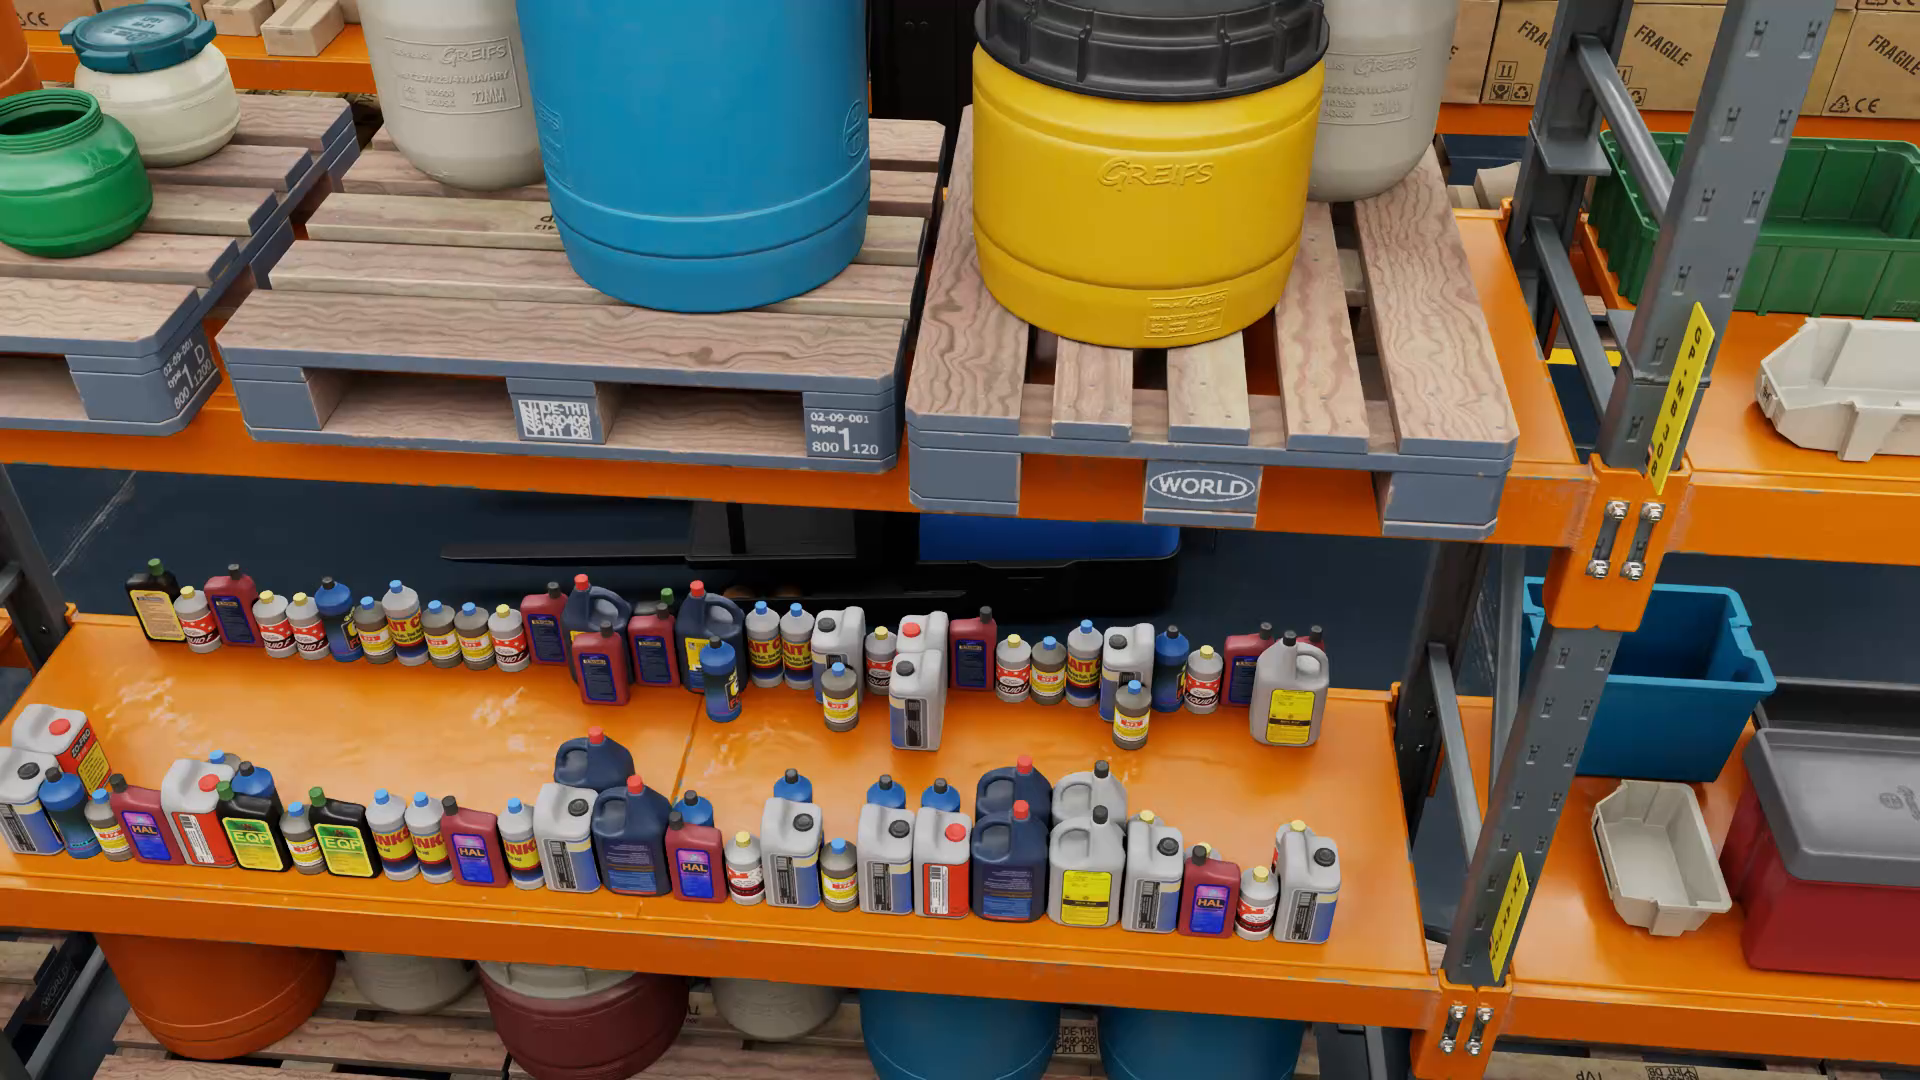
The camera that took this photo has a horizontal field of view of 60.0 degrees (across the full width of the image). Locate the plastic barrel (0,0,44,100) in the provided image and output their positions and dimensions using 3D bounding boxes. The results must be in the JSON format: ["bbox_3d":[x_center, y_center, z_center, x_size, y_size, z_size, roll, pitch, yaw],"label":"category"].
[{"bbox_3d":[-2.172,-1.089,3.163,0.708,0.830,0.600,3,39,4],"label":"plastic barrel"}]

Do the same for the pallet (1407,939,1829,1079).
[{"bbox_3d":[1.983,1.686,5.012,1.213,0.211,1.003,3,39,4],"label":"pallet"}]

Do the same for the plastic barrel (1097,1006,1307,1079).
[{"bbox_3d":[0.707,1.199,4.730,0.708,0.901,0.600,3,39,4],"label":"plastic barrel"}]

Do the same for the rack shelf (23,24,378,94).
[{"bbox_3d":[-4.299,-2.574,8.606,4.000,0.370,1.077,3,39,4],"label":"rack shelf"}]

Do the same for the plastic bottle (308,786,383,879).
[{"bbox_3d":[-1.514,0.717,4.086,0.133,0.283,0.061,3,39,4],"label":"plastic bottle"}]

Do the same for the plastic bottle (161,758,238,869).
[{"bbox_3d":[-1.873,0.671,4.148,0.135,0.276,0.152,3,39,4],"label":"plastic bottle"}]

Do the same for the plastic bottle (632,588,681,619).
[{"bbox_3d":[-0.842,0.249,4.660,0.133,0.283,0.061,3,39,4],"label":"plastic bottle"}]

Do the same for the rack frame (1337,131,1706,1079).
[{"bbox_3d":[1.248,0.589,4.151,0.127,3.000,1.000,3,39,4],"label":"rack frame"}]

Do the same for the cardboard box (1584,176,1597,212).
[{"bbox_3d":[3.551,-1.630,8.505,0.637,0.503,0.797,3,39,4],"label":"cardboard box"}]

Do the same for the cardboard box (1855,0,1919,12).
[{"bbox_3d":[4.176,-2.639,7.244,0.500,0.500,0.500,4,39,5],"label":"cardboard box"}]

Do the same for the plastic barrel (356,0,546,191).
[{"bbox_3d":[-0.958,-1.006,3.294,0.433,0.535,0.433,0,39,0],"label":"plastic barrel"}]

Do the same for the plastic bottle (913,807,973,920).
[{"bbox_3d":[-0.039,0.771,4.025,0.135,0.276,0.152,3,39,4],"label":"plastic bottle"}]

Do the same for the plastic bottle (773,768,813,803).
[{"bbox_3d":[-0.412,0.674,4.148,0.097,0.271,0.097,0,39,0],"label":"plastic bottle"}]

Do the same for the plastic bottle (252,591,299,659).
[{"bbox_3d":[-1.954,0.232,4.746,0.097,0.201,0.097,0,39,0],"label":"plastic bottle"}]

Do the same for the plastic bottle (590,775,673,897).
[{"bbox_3d":[-0.794,0.704,4.049,0.185,0.351,0.144,3,39,4],"label":"plastic bottle"}]

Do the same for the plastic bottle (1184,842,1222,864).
[{"bbox_3d":[0.581,0.813,4.032,0.097,0.201,0.097,0,39,0],"label":"plastic bottle"}]

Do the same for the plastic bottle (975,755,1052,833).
[{"bbox_3d":[0.132,0.663,4.099,0.185,0.351,0.144,3,39,4],"label":"plastic bottle"}]

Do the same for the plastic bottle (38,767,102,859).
[{"bbox_3d":[-2.221,0.671,4.151,0.097,0.271,0.097,0,39,0],"label":"plastic bottle"}]

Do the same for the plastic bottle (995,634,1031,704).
[{"bbox_3d":[0.148,0.347,4.605,0.097,0.201,0.097,0,39,0],"label":"plastic bottle"}]

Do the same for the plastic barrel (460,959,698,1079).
[{"bbox_3d":[-1.124,1.221,4.952,0.708,0.588,0.600,3,39,4],"label":"plastic barrel"}]

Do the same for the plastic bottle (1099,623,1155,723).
[{"bbox_3d":[0.455,0.352,4.540,0.135,0.276,0.152,3,39,4],"label":"plastic bottle"}]

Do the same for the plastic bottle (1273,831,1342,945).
[{"bbox_3d":[0.827,0.819,3.966,0.135,0.276,0.152,3,39,4],"label":"plastic bottle"}]

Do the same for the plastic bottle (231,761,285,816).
[{"bbox_3d":[-1.755,0.658,4.167,0.097,0.271,0.097,0,39,0],"label":"plastic bottle"}]

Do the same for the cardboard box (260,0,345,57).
[{"bbox_3d":[-3.226,-2.522,8.171,0.250,0.149,0.380,3,39,4],"label":"cardboard box"}]

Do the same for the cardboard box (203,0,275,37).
[{"bbox_3d":[-3.582,-2.681,8.366,0.250,0.149,0.380,6,40,7],"label":"cardboard box"}]

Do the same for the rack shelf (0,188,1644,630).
[{"bbox_3d":[-0.745,-0.405,3.565,4.000,0.370,1.077,3,39,4],"label":"rack shelf"}]

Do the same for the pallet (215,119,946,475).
[{"bbox_3d":[-0.672,-0.543,3.314,1.213,0.211,1.003,3,39,4],"label":"pallet"}]

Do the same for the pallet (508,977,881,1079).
[{"bbox_3d":[-0.736,1.537,5.194,1.213,0.211,1.003,3,39,4],"label":"pallet"}]

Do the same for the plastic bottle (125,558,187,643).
[{"bbox_3d":[-2.298,0.170,4.758,0.133,0.283,0.061,3,39,4],"label":"plastic bottle"}]

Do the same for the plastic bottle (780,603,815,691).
[{"bbox_3d":[-0.447,0.287,4.623,0.097,0.271,0.097,0,39,0],"label":"plastic bottle"}]

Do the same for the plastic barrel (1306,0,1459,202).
[{"bbox_3d":[0.745,-0.977,3.257,0.433,0.535,0.433,0,39,0],"label":"plastic barrel"}]

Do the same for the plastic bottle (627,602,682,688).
[{"bbox_3d":[-0.847,0.288,4.613,0.133,0.283,0.061,3,39,4],"label":"plastic bottle"}]

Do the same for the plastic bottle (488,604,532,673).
[{"bbox_3d":[-1.276,0.269,4.701,0.097,0.201,0.097,0,39,0],"label":"plastic bottle"}]

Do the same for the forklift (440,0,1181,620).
[{"bbox_3d":[-0.627,-1.127,6.313,3.031,2.935,1.130,-1,39,-1],"label":"forklift"}]

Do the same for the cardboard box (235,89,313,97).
[{"bbox_3d":[-3.835,-2.324,9.130,0.500,0.311,0.500,2,39,3],"label":"cardboard box"}]

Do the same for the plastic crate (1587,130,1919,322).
[{"bbox_3d":[1.696,-0.659,3.476,0.662,0.188,0.450,3,39,4],"label":"plastic crate"}]

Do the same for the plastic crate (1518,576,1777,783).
[{"bbox_3d":[1.742,0.383,4.369,0.575,0.384,0.392,3,39,4],"label":"plastic crate"}]

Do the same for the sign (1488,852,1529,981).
[{"bbox_3d":[1.198,0.827,3.638,0.005,0.325,0.100,3,39,4],"label":"sign"}]

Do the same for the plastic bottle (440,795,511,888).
[{"bbox_3d":[-1.187,0.735,4.064,0.133,0.283,0.061,3,39,4],"label":"plastic bottle"}]

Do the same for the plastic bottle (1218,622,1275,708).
[{"bbox_3d":[0.786,0.338,4.551,0.133,0.283,0.061,3,39,4],"label":"plastic bottle"}]

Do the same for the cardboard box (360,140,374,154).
[{"bbox_3d":[-2.850,-1.932,8.648,0.500,0.311,0.500,4,39,5],"label":"cardboard box"}]

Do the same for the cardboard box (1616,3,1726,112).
[{"bbox_3d":[3.172,-2.311,7.634,0.500,0.500,0.500,3,39,4],"label":"cardboard box"}]

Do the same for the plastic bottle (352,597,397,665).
[{"bbox_3d":[-1.663,0.248,4.727,0.097,0.201,0.097,0,39,0],"label":"plastic bottle"}]

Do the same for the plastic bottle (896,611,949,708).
[{"bbox_3d":[-0.103,0.322,4.577,0.135,0.276,0.152,3,39,4],"label":"plastic bottle"}]

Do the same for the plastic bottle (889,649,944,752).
[{"bbox_3d":[-0.116,0.417,4.460,0.135,0.276,0.152,3,39,4],"label":"plastic bottle"}]

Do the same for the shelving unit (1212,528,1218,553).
[{"bbox_3d":[0.995,-0.368,6.989,0.210,0.900,0.258,-1,39,-1],"label":"shelving unit"}]

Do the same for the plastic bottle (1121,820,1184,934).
[{"bbox_3d":[0.463,0.799,3.991,0.135,0.276,0.152,3,39,4],"label":"plastic bottle"}]

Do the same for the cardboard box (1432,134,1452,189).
[{"bbox_3d":[2.271,-1.875,8.809,0.500,0.500,0.500,3,39,4],"label":"cardboard box"}]

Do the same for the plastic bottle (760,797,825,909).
[{"bbox_3d":[-0.404,0.751,4.049,0.135,0.276,0.152,3,39,4],"label":"plastic bottle"}]
